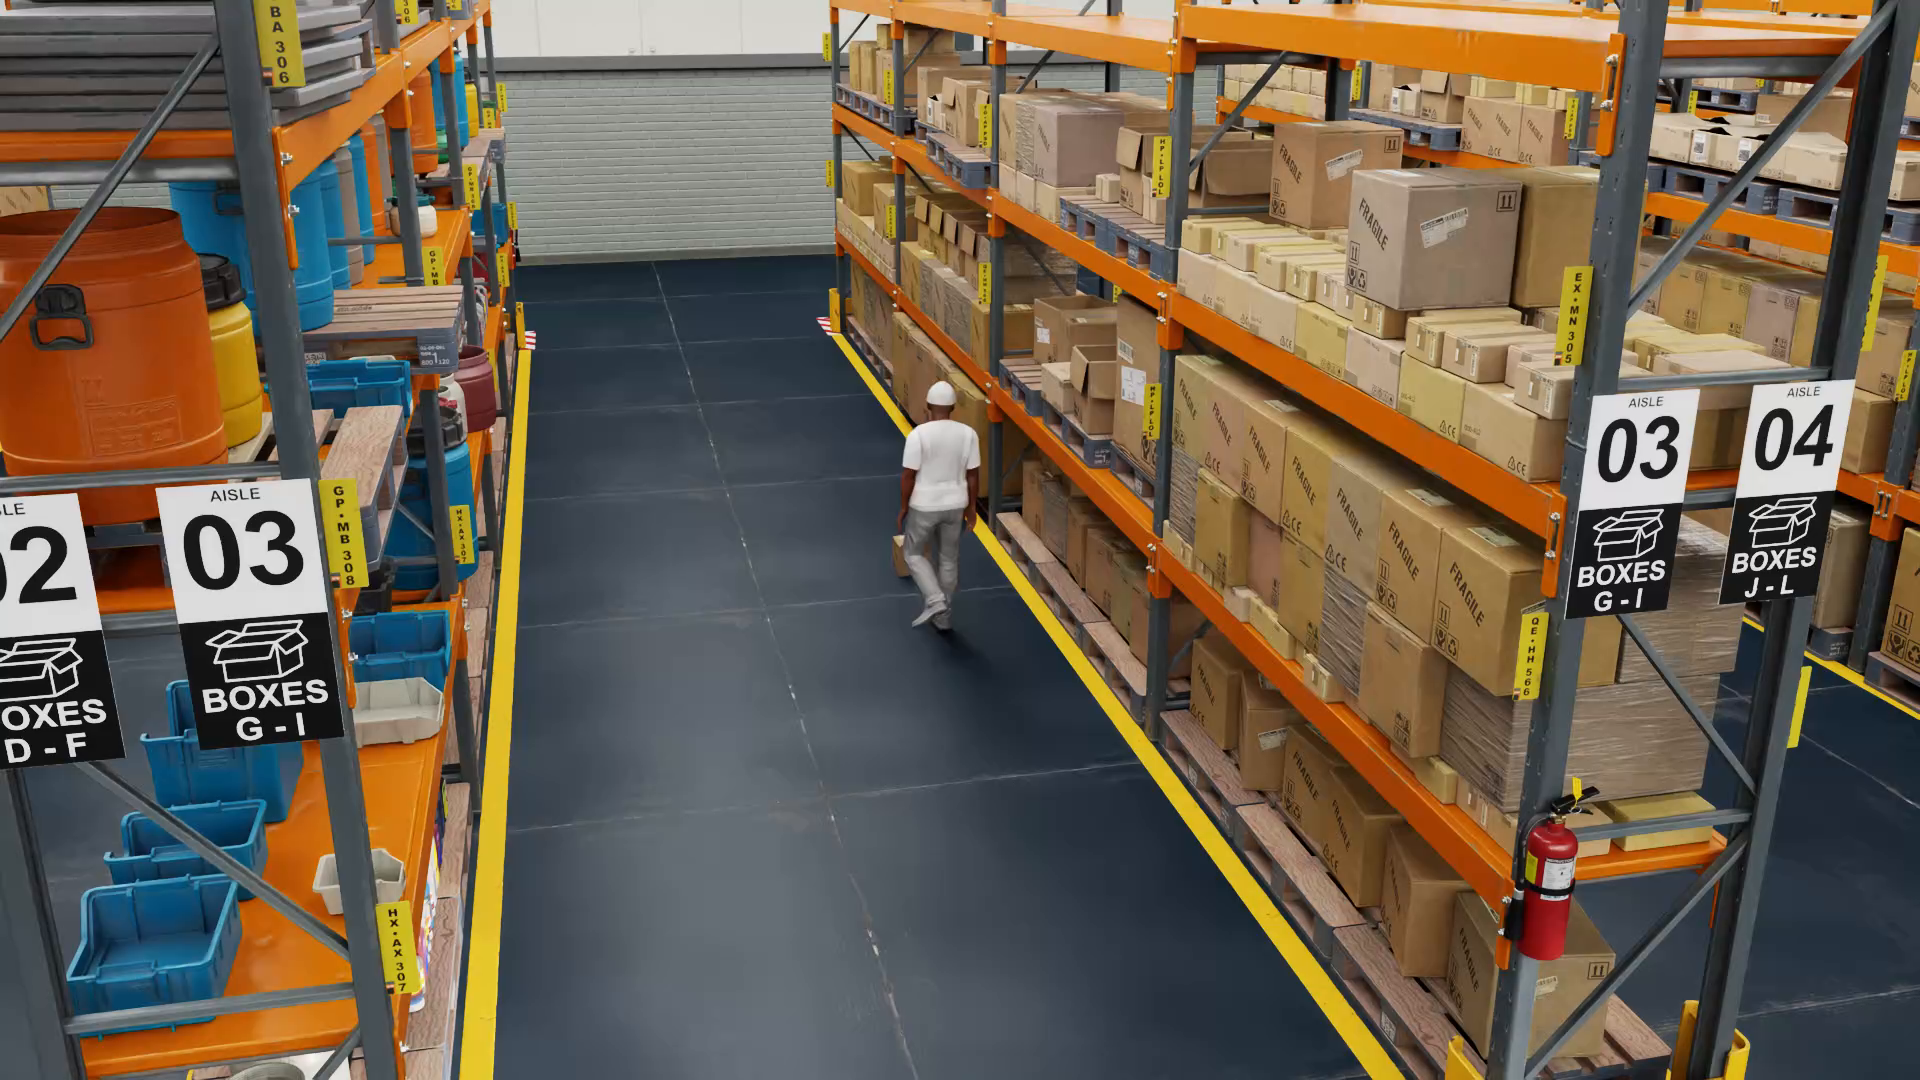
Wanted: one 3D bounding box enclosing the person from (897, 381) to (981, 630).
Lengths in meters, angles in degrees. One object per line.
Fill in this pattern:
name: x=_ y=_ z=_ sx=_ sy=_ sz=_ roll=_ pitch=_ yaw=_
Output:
person: x=-0.132 y=-0.212 z=11.571 sx=0.604 sy=1.760 sz=0.565 roll=-7 pitch=21 yaw=-19
